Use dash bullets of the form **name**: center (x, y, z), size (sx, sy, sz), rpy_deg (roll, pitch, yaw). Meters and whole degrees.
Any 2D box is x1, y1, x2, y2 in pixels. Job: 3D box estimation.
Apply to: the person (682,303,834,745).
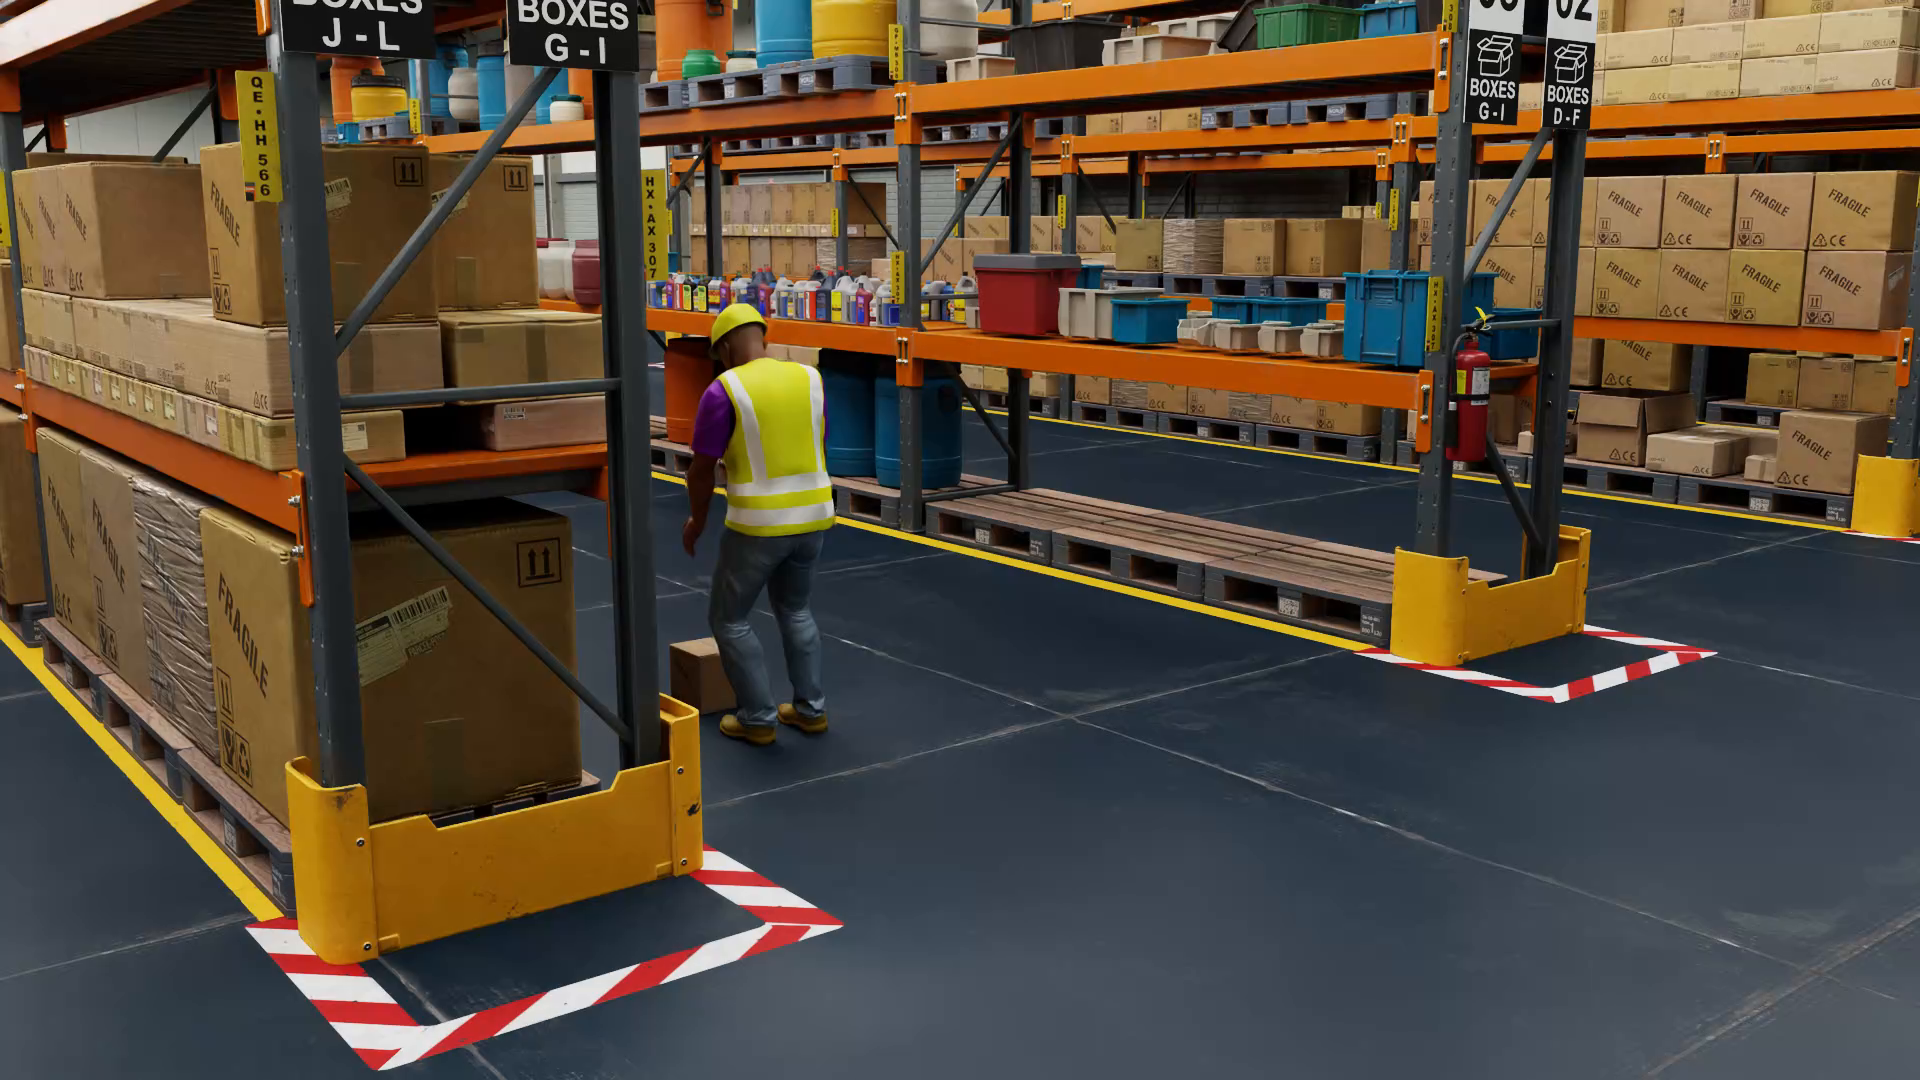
- **person**: center (-0.773, -0.066, 6.441), size (0.602, 1.682, 0.511), rpy_deg (-8, 14, -36)
